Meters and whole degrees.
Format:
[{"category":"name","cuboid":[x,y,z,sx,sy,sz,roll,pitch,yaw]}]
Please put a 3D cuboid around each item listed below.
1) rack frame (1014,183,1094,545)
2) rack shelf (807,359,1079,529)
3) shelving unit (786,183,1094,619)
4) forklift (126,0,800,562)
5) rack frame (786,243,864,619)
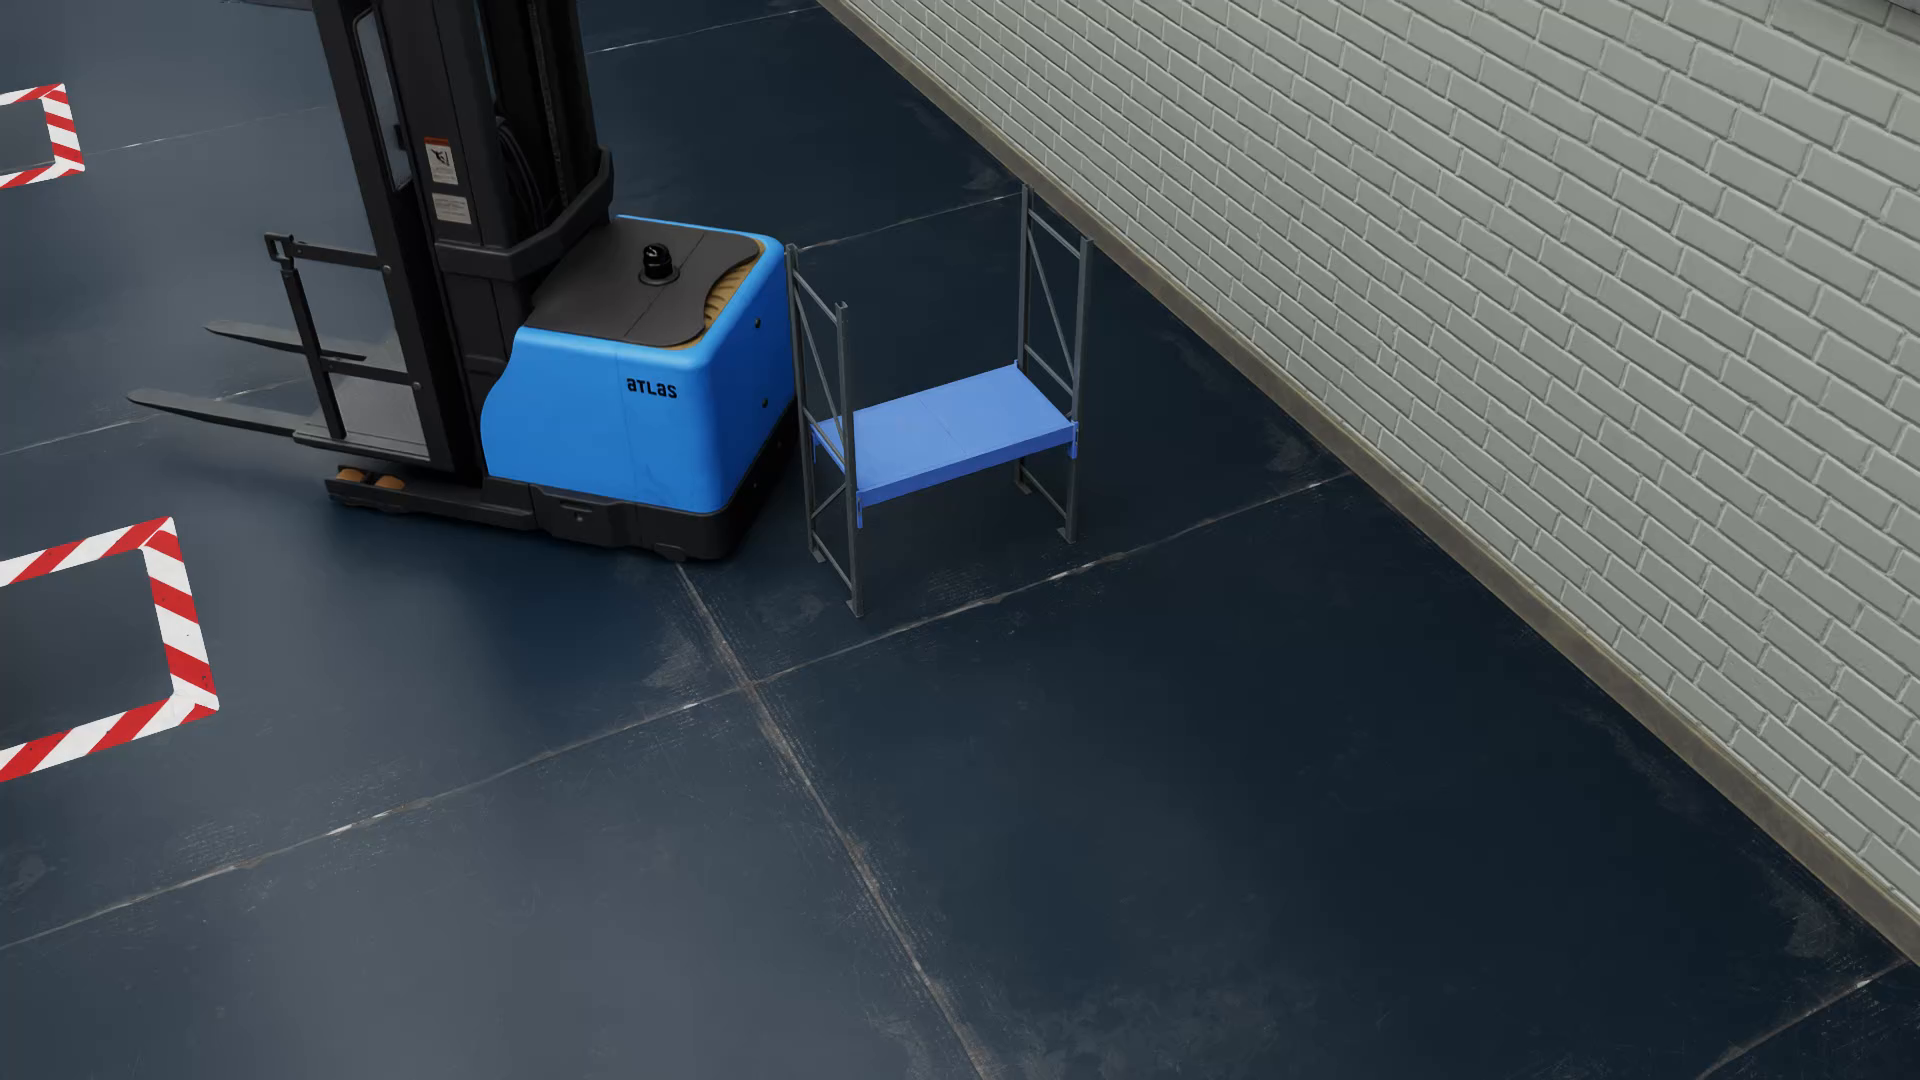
[{"category":"rack frame","cuboid":[0.375,-0.699,6.915,0.032,1.500,0.500,-19,44,-21]},{"category":"rack shelf","cuboid":[-0.076,-0.410,6.852,1.000,0.185,0.538,-19,44,-21]},{"category":"shelving unit","cuboid":[-0.076,-0.547,6.735,1.048,1.500,0.538,-19,44,-21]},{"category":"forklift","cuboid":[-2.309,-1.554,6.817,3.031,2.935,1.130,10,41,12]},{"category":"rack frame","cuboid":[-0.527,-0.395,6.556,0.032,1.500,0.500,-19,44,-21]}]
